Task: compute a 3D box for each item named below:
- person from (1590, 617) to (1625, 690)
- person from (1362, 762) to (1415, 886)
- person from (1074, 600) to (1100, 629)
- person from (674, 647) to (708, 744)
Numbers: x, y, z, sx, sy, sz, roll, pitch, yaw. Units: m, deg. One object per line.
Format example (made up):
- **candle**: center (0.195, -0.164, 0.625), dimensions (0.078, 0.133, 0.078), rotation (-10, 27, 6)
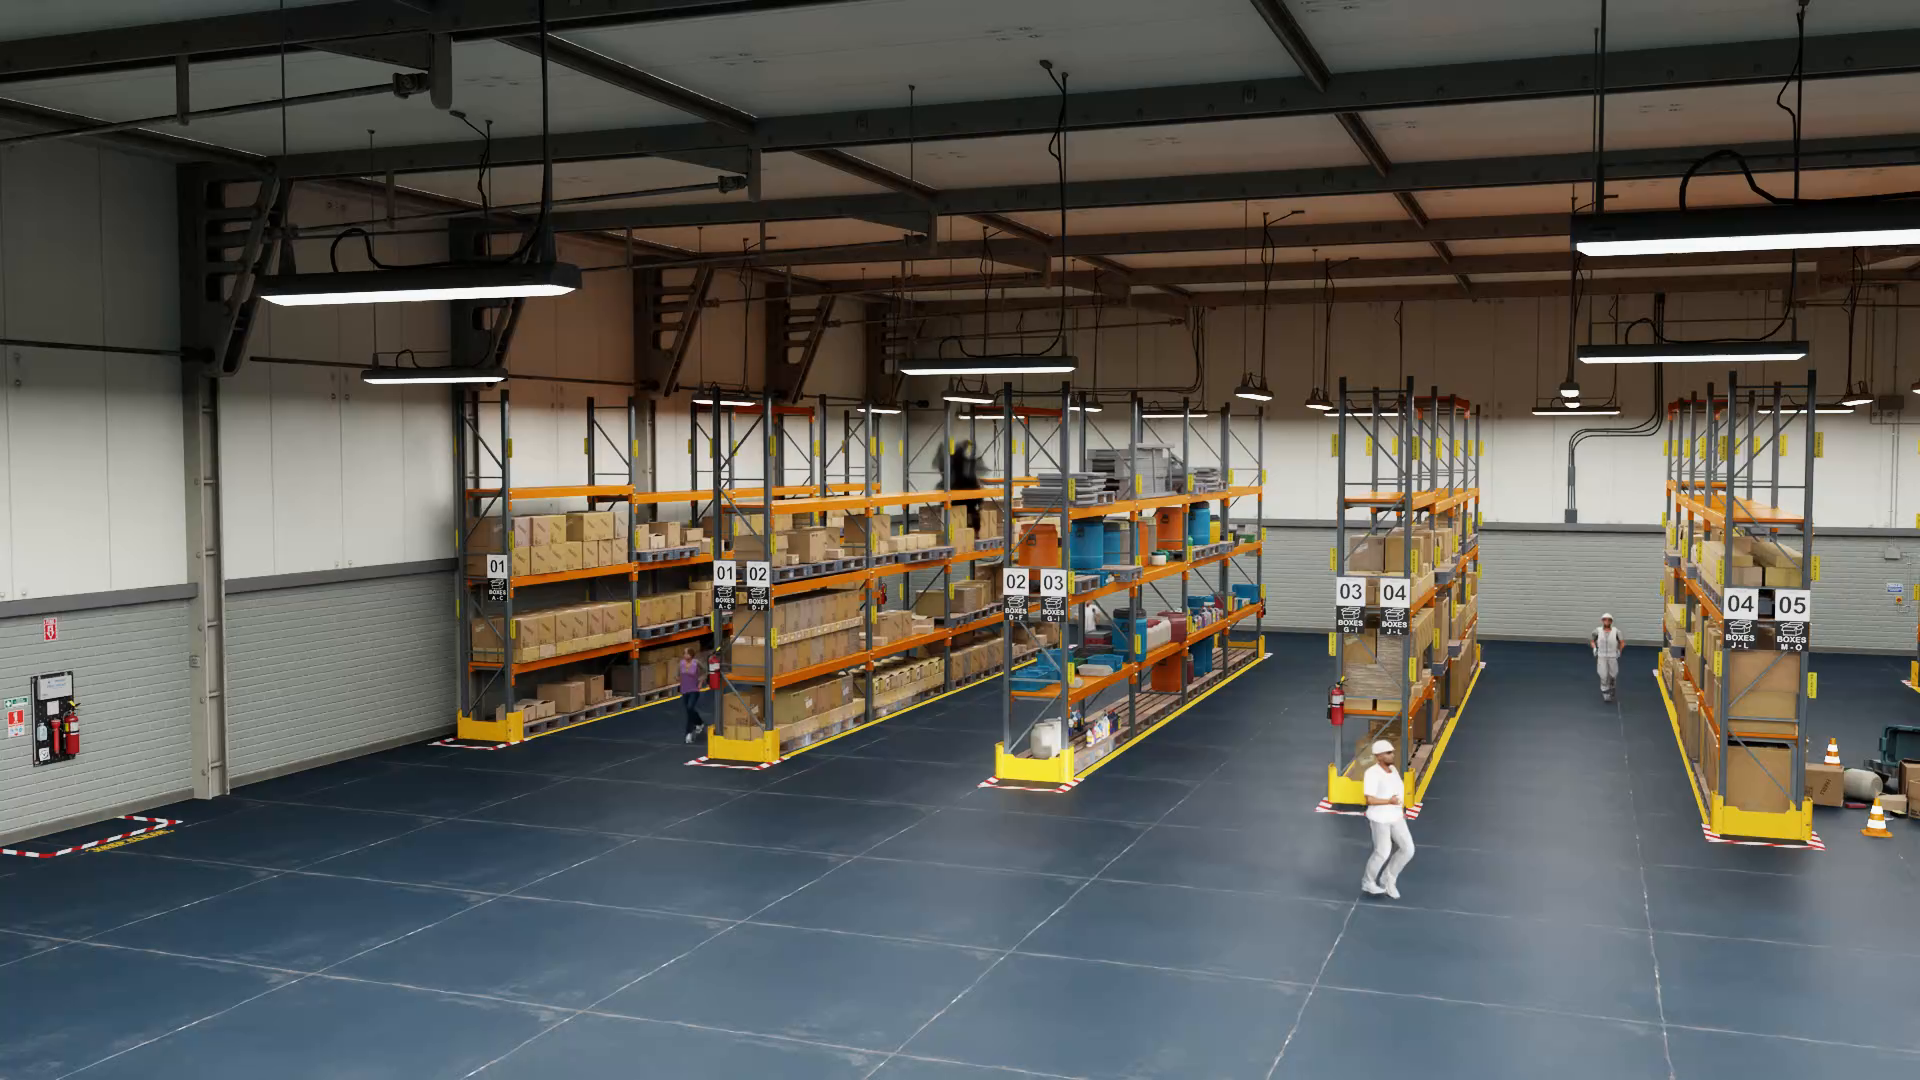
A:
- **person**: center (12.758, 2.237, 32.787), dimensions (0.636, 1.474, 0.451), rotation (1, 3, 22)
- **person**: center (4.723, 3.179, 18.461), dimensions (0.442, 1.403, 0.582), rotation (-2, 4, -38)
- **person**: center (2.900, 2.107, 38.095), dimensions (0.572, 1.706, 0.723), rotation (1, 3, 11)
- **person**: center (-4.627, 2.642, 28.604), dimensions (0.512, 1.638, 0.807), rotation (1, 3, 18)
